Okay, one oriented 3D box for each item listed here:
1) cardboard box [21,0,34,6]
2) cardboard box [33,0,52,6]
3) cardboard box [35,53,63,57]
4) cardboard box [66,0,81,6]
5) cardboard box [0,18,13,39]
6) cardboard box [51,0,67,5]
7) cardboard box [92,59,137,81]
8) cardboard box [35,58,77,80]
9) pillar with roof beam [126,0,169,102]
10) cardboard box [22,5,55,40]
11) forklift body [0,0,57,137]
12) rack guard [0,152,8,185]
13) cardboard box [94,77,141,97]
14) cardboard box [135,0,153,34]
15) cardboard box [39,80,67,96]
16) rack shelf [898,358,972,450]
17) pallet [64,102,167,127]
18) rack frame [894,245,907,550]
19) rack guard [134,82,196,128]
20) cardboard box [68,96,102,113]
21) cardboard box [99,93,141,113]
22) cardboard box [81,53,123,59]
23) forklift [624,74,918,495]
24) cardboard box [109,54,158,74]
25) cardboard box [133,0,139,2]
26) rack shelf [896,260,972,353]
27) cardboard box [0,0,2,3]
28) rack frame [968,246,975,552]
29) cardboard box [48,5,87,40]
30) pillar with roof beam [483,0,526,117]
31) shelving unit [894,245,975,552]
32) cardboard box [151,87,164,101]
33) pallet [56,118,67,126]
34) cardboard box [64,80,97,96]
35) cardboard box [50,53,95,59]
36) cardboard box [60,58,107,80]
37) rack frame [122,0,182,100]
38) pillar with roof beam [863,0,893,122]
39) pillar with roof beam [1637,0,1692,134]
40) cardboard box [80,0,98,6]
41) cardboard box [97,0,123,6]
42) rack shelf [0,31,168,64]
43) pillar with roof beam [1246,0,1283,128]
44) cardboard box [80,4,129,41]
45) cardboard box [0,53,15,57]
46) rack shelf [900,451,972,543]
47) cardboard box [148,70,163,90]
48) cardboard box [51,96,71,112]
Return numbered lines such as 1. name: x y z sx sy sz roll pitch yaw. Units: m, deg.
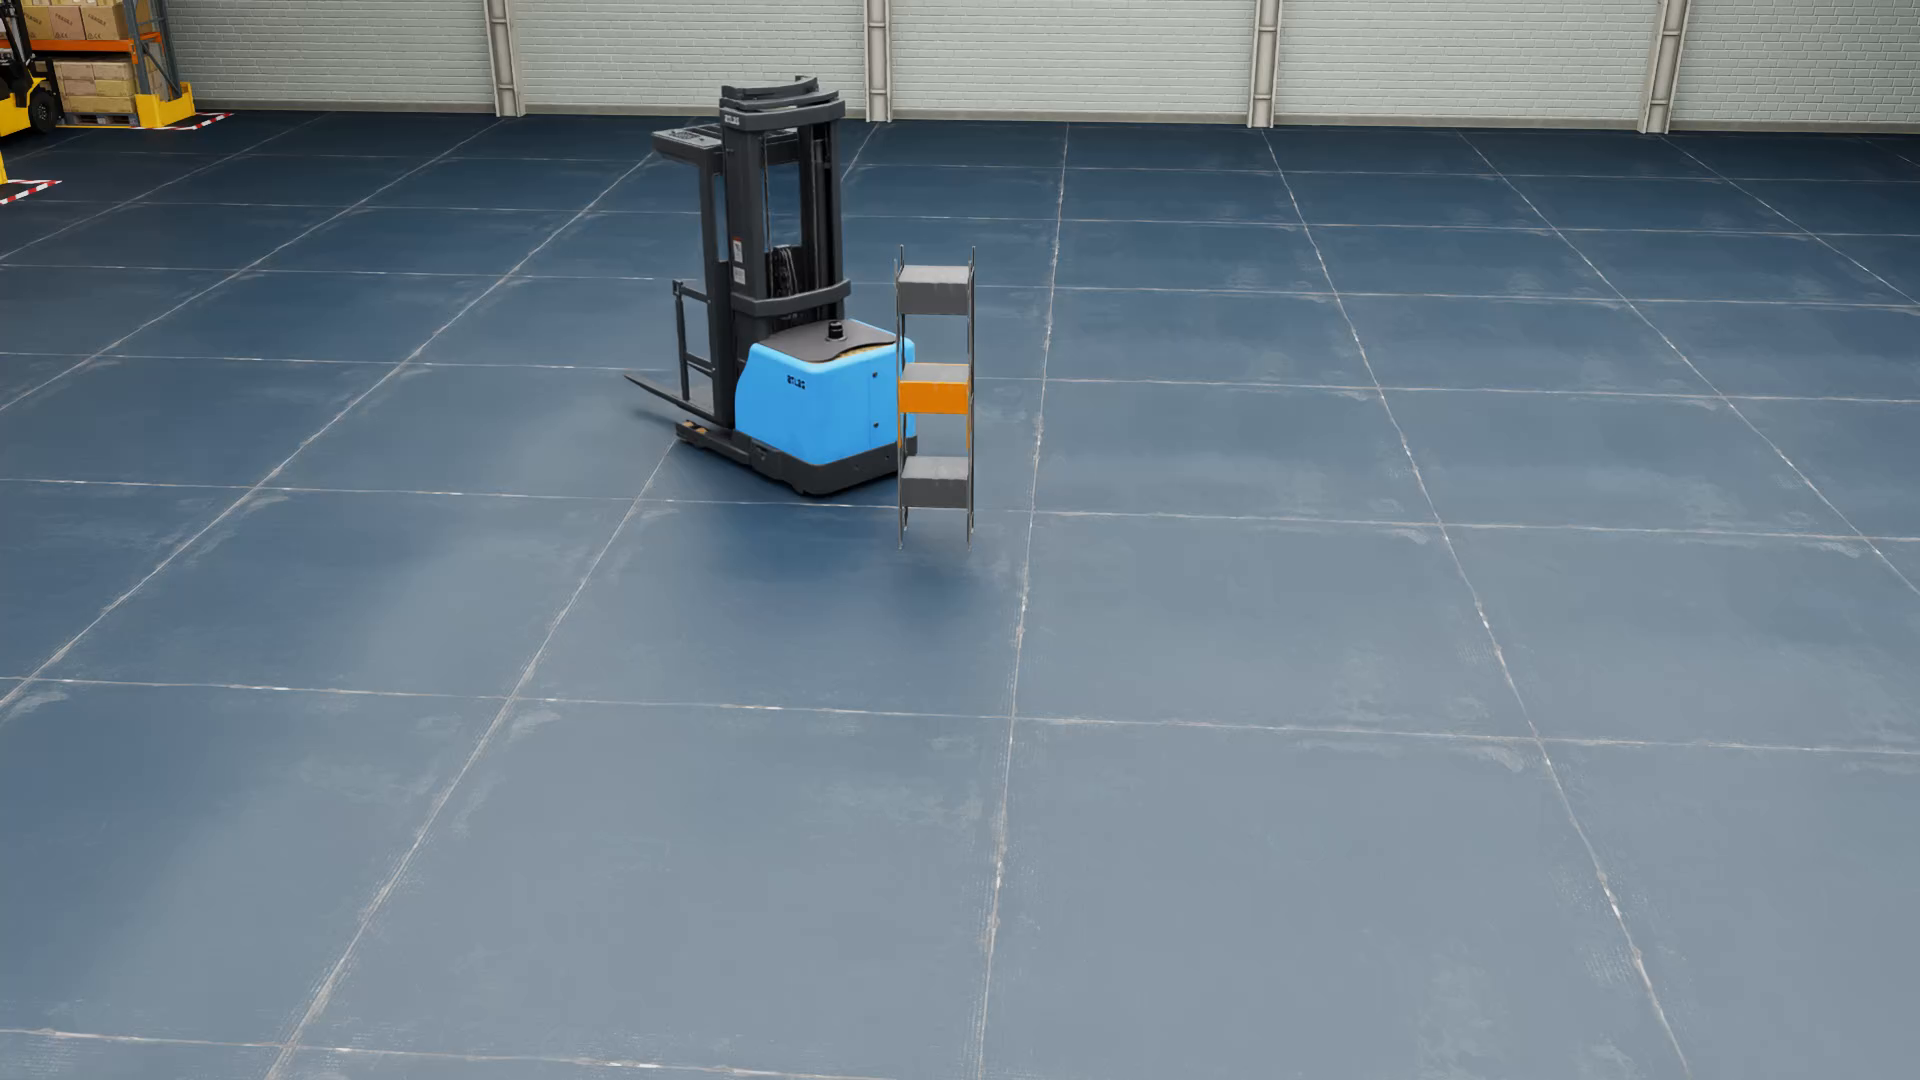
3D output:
1. cardboard box: -14.269 -8.306 25.528 0.250 0.149 0.380 2 25 4
2. cardboard box: -14.015 -8.306 25.528 0.250 0.149 0.380 1 25 2
3. cardboard box: -14.592 -7.585 26.447 0.500 0.250 0.500 1 25 3
4. cardboard box: -13.499 -8.304 25.525 0.250 0.149 0.380 2 25 5
5. cardboard box: -14.661 -8.040 25.727 0.500 0.500 0.500 2 25 4
6. cardboard box: -13.745 -8.317 25.552 0.250 0.149 0.380 2 25 4
7. cardboard box: -13.104 -7.321 25.874 0.500 0.250 0.500 3 25 6
8. cardboard box: -14.117 -7.347 25.930 0.500 0.250 0.500 2 25 5
9. pillar with roof beam: -13.575 -9.369 21.558 0.400 9.000 9.100 2 25 4
10. cardboard box: -14.159 -8.029 25.702 0.500 0.500 0.500 1 25 3
11. forklift body: -14.651 -6.955 24.504 1.214 2.155 2.313 2 25 4
12. rack guard: -13.073 -4.838 21.878 0.348 0.500 1.175 2 25 4
13. cardboard box: -13.130 -7.094 25.980 0.500 0.250 0.500 2 25 3
14. cardboard box: -13.093 -8.217 26.112 0.500 0.500 0.500 3 25 6
15. cardboard box: -14.145 -7.123 26.041 0.500 0.250 0.500 1 25 3
16. rack shelf: -0.165 -0.947 11.540 0.480 0.518 0.431 2 25 4
17. pallet: -13.386 -6.781 26.445 1.213 0.211 1.003 2 25 4
18. rack frame: -0.408 -0.967 11.551 0.015 2.100 0.400 2 25 4
19. rack guard: -12.597 -6.904 26.368 0.348 0.500 1.175 2 25 4
20. cardboard box: -13.608 -6.885 26.123 0.500 0.250 0.500 2 25 4
21. cardboard box: -13.113 -6.865 26.080 0.500 0.250 0.500 2 25 4
22. cardboard box: -13.584 -7.545 26.361 0.500 0.250 0.500 2 25 4
23. forklift: -1.692 -2.205 13.248 1.130 2.935 3.031 -21 32 -37
24. cardboard box: -13.085 -7.531 26.330 0.500 0.250 0.500 1 25 3
25. cardboard box: -12.939 -8.499 25.949 0.250 0.149 0.380 1 25 3
26. rack shelf: -0.165 -1.583 11.247 0.480 0.518 0.431 2 25 4
27. cardboard box: -14.771 -8.331 25.582 0.250 0.149 0.380 1 25 3
28. rack frame: 0.078 -0.951 11.517 0.015 2.100 0.400 2 25 4
29. cardboard box: -13.648 -8.013 25.667 0.500 0.500 0.500 3 25 6
30. pillar with roof beam: -7.593 -9.177 21.141 0.400 9.000 9.100 2 25 4
31. shelving unit: -0.165 -0.959 11.534 0.503 2.100 0.431 2 25 4
32. cardboard box: -13.095 -7.079 26.545 0.500 0.250 0.500 2 25 4
33. pallet: -14.599 -6.821 26.532 1.213 0.211 1.003 2 25 4
34. cardboard box: -13.629 -7.115 26.025 0.500 0.250 0.500 2 25 3
35. cardboard box: -14.082 -7.565 26.405 0.500 0.250 0.500 2 25 4
36. cardboard box: -13.613 -7.335 25.904 0.500 0.250 0.500 2 25 5
37. rack frame: -12.621 -8.040 25.847 0.127 3.000 1.000 2 25 4
38. pillar with roof beam: -1.611 -8.985 20.724 0.400 9.000 9.100 2 25 4
39. pillar with roof beam: 10.354 -8.601 19.889 0.400 9.000 9.100 2 25 4
40. cardboard box: -13.245 -8.271 25.451 0.250 0.149 0.380 2 25 5
41. cardboard box: -12.988 -8.275 25.461 0.250 0.149 0.380 2 25 5
42. rack shelf: -14.615 -7.778 26.136 4.000 0.370 1.077 2 25 4
43. pillar with roof beam: 4.372 -8.793 20.306 0.400 9.000 9.100 2 25 4
44. cardboard box: -13.131 -7.992 25.622 0.500 0.500 0.500 1 25 3
45. cardboard box: -15.094 -7.597 26.475 0.500 0.250 0.500 2 25 4
46. rack shelf: -0.165 -0.311 11.832 0.480 0.518 0.431 2 25 4
47. cardboard box: -13.073 -7.311 26.450 0.500 0.250 0.500 2 25 5
48. cardboard box: -14.106 -6.905 26.166 0.500 0.250 0.500 2 25 5
